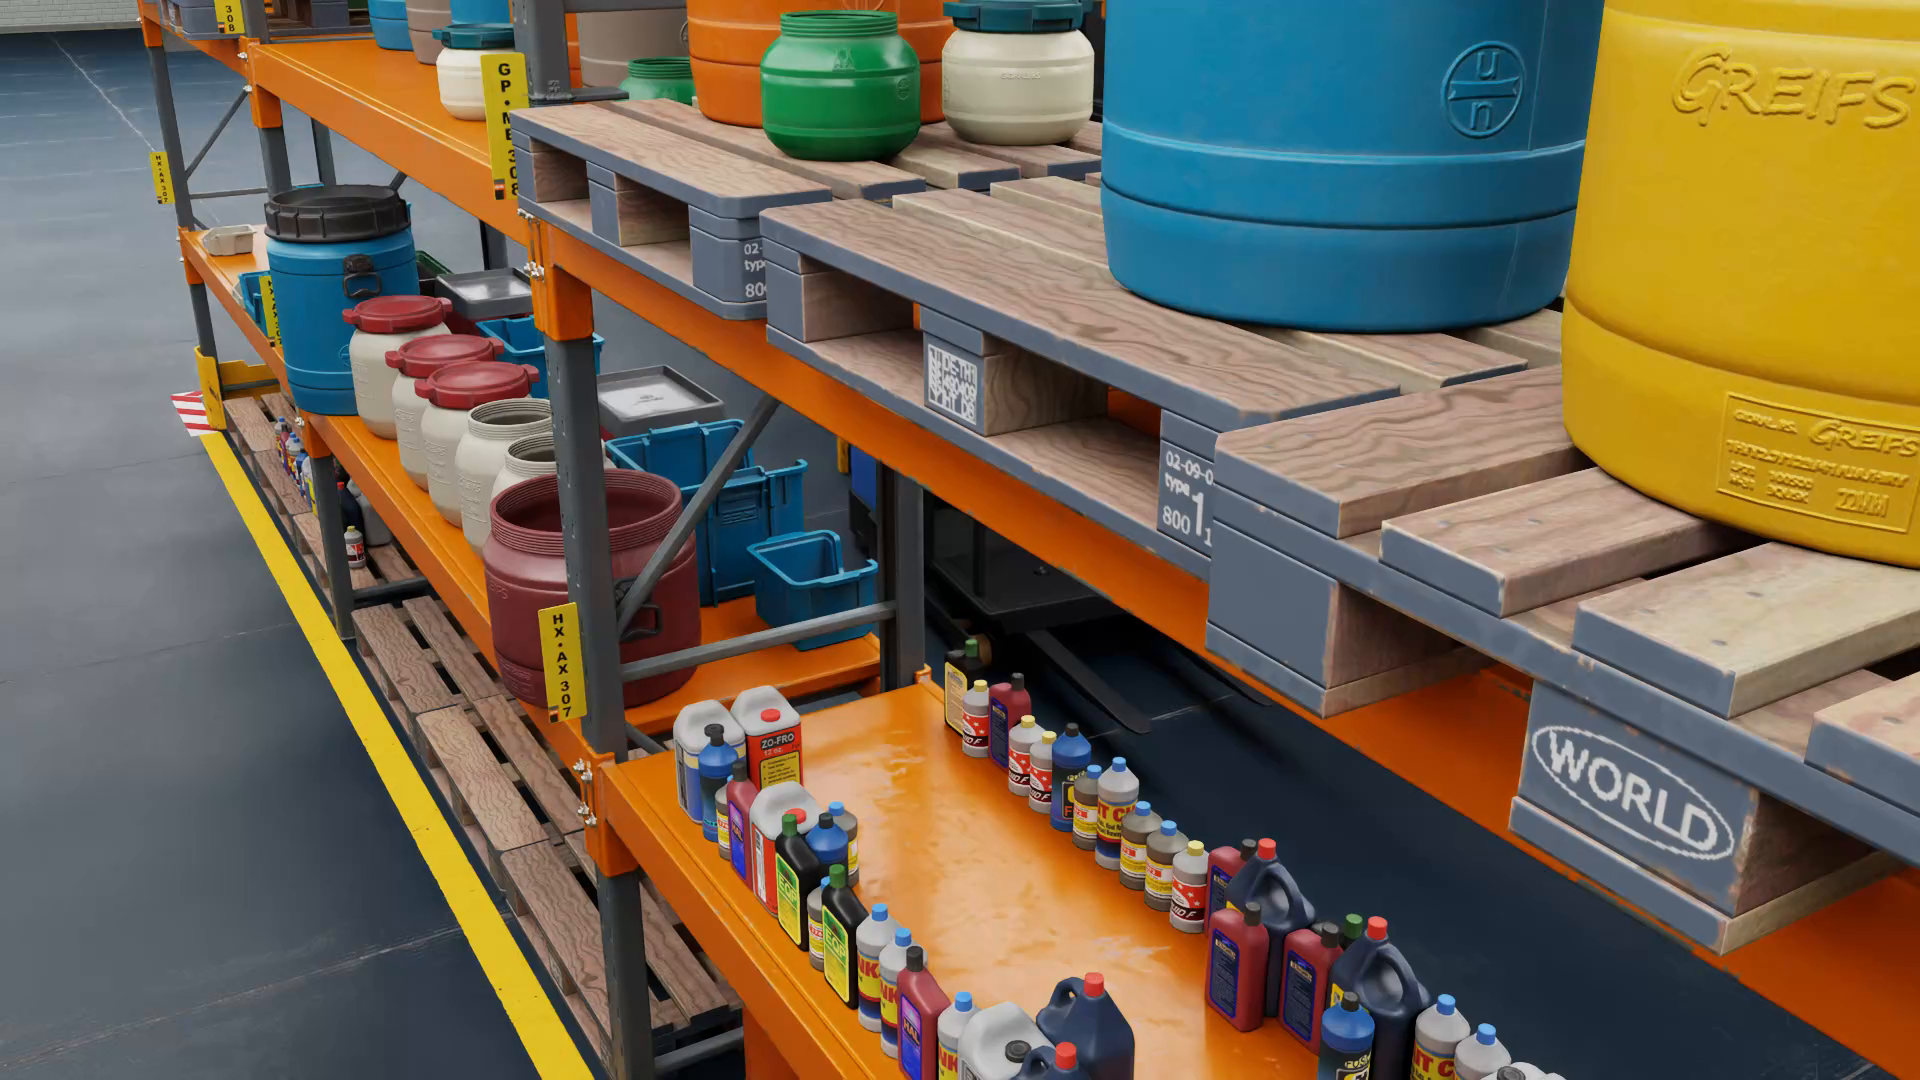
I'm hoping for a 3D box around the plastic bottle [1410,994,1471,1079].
[{"bbox_3d":[0.895,0.971,3.110,0.097,0.271,0.097,0,22,0],"label":"plastic bottle"}]

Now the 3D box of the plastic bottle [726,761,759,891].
[{"bbox_3d":[-0.490,0.660,3.859,0.061,0.283,0.133,-13,25,-28],"label":"plastic bottle"}]

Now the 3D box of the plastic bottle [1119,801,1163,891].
[{"bbox_3d":[0.421,0.703,3.863,0.097,0.201,0.097,0,22,0],"label":"plastic bottle"}]

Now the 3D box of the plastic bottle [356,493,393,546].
[{"bbox_3d":[-3.058,-0.164,8.664,0.144,0.351,0.185,-13,25,-28],"label":"plastic bottle"}]

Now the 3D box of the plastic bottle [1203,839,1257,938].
[{"bbox_3d":[0.595,0.762,3.609,0.061,0.283,0.133,-13,25,-28],"label":"plastic bottle"}]

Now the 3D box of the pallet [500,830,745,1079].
[{"bbox_3d":[-0.925,1.322,5.778,1.003,0.211,1.213,-13,25,-28],"label":"pallet"}]

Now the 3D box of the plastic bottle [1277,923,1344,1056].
[{"bbox_3d":[0.705,0.876,3.327,0.061,0.283,0.133,-13,25,-28],"label":"plastic bottle"}]

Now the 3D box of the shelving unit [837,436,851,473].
[{"bbox_3d":[-0.285,-0.998,9.774,0.587,1.500,1.083,-9,24,-22],"label":"shelving unit"}]

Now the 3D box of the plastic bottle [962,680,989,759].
[{"bbox_3d":[0.054,0.471,4.434,0.097,0.201,0.097,0,22,0],"label":"plastic bottle"}]

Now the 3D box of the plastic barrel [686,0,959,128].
[{"bbox_3d":[-0.275,-1.310,3.439,0.600,0.830,0.708,-13,25,-28],"label":"plastic barrel"}]

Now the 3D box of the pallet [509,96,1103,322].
[{"bbox_3d":[-0.256,-0.747,3.433,1.003,0.211,1.213,-13,25,-28],"label":"pallet"}]

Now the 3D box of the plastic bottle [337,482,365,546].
[{"bbox_3d":[-3.182,-0.136,8.596,0.144,0.351,0.185,-13,26,-30],"label":"plastic bottle"}]

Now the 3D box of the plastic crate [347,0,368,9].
[{"bbox_3d":[-3.177,-2.861,8.664,0.336,0.188,0.450,-13,25,-28],"label":"plastic crate"}]

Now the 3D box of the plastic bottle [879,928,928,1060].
[{"bbox_3d":[-0.111,0.893,3.303,0.097,0.271,0.097,0,22,0],"label":"plastic bottle"}]

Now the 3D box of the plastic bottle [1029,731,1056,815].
[{"bbox_3d":[0.222,0.577,4.173,0.097,0.201,0.097,0,22,0],"label":"plastic bottle"}]

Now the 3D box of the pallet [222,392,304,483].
[{"bbox_3d":[-4.159,-0.730,10.826,1.003,0.211,1.213,-13,25,-28],"label":"pallet"}]

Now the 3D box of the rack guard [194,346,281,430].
[{"bbox_3d":[-4.569,-1.127,11.421,1.175,0.500,0.348,-13,25,-28],"label":"rack guard"}]

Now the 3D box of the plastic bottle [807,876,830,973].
[{"bbox_3d":[-0.279,0.819,3.577,0.097,0.201,0.097,0,22,0],"label":"plastic bottle"}]

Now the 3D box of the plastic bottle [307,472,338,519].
[{"bbox_3d":[-3.445,-0.302,9.006,0.144,0.351,0.185,-13,25,-29],"label":"plastic bottle"}]

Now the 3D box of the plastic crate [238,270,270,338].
[{"bbox_3d":[-3.404,-1.243,8.584,0.499,0.251,0.616,-13,25,-28],"label":"plastic crate"}]

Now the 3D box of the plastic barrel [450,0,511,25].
[{"bbox_3d":[-1.491,-2.082,5.800,0.600,0.901,0.708,-13,25,-28],"label":"plastic barrel"}]

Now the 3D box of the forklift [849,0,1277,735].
[{"bbox_3d":[0.435,-0.934,7.717,1.130,2.935,3.031,-9,24,-22],"label":"forklift"}]

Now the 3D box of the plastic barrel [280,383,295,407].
[{"bbox_3d":[-4.247,-1.145,10.890,0.421,0.512,0.421,0,22,0],"label":"plastic barrel"}]

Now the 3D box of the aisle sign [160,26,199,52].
[{"bbox_3d":[-4.937,-3.472,10.418,0.394,0.787,0.004,-13,25,-28],"label":"aisle sign"}]

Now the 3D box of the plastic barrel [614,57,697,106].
[{"bbox_3d":[-0.732,-1.099,4.254,0.294,0.245,0.294,0,22,0],"label":"plastic barrel"}]

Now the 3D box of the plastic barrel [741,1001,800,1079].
[{"bbox_3d":[-0.298,1.255,4.566,0.600,0.830,0.708,-13,25,-28],"label":"plastic barrel"}]

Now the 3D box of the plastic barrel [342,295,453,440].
[{"bbox_3d":[-2.305,-0.717,6.912,0.433,0.535,0.433,0,22,0],"label":"plastic barrel"}]

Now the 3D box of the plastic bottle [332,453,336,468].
[{"bbox_3d":[-3.434,-0.345,9.201,0.061,0.283,0.133,-13,25,-28],"label":"plastic bottle"}]

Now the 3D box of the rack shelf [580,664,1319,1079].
[{"bbox_3d":[0.459,1.269,3.160,1.077,0.370,4.000,-13,25,-28],"label":"rack shelf"}]

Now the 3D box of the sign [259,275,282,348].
[{"bbox_3d":[-3.084,-1.032,7.500,0.100,0.325,0.005,-13,25,-28],"label":"sign"}]

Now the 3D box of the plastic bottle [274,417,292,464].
[{"bbox_3d":[-3.990,-0.594,9.828,0.097,0.271,0.097,0,22,0],"label":"plastic bottle"}]

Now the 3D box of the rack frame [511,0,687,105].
[{"bbox_3d":[-0.562,-2.490,3.488,1.000,3.000,0.127,-13,25,-28],"label":"rack frame"}]

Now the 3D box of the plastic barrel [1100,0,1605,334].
[{"bbox_3d":[0.478,-0.756,1.980,0.600,0.901,0.708,-13,25,-28],"label":"plastic barrel"}]

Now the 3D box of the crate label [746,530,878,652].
[{"bbox_3d":[-0.455,0.158,5.162,0.303,0.233,0.416,-13,25,-28],"label":"crate label"}]

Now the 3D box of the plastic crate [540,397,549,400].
[{"bbox_3d":[-1.473,-0.398,6.590,0.450,0.188,0.662,-13,25,-28],"label":"plastic crate"}]

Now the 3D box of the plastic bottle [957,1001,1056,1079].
[{"bbox_3d":[0.089,0.997,3.039,0.152,0.276,0.135,-13,25,-28],"label":"plastic bottle"}]

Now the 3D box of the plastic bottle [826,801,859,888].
[{"bbox_3d":[-0.285,0.703,3.863,0.097,0.201,0.097,0,22,0],"label":"plastic bottle"}]

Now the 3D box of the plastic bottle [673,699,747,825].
[{"bbox_3d":[-0.619,0.548,4.143,0.152,0.276,0.135,-13,25,-28],"label":"plastic bottle"}]

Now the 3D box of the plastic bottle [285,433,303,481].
[{"bbox_3d":[-3.815,-0.483,9.555,0.097,0.271,0.097,0,22,0],"label":"plastic bottle"}]

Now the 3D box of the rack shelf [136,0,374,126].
[{"bbox_3d":[-3.627,-2.710,8.967,1.077,0.370,4.000,-13,25,-28],"label":"rack shelf"}]

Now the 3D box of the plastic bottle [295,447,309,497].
[{"bbox_3d":[-3.661,-0.385,9.314,0.097,0.271,0.097,0,22,0],"label":"plastic bottle"}]

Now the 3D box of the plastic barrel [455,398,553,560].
[{"bbox_3d":[-1.486,-0.191,5.650,0.421,0.512,0.421,0,22,0],"label":"plastic barrel"}]

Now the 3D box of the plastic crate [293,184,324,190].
[{"bbox_3d":[-4.136,-2.128,10.760,0.499,0.251,0.616,-13,25,-28],"label":"plastic crate"}]
